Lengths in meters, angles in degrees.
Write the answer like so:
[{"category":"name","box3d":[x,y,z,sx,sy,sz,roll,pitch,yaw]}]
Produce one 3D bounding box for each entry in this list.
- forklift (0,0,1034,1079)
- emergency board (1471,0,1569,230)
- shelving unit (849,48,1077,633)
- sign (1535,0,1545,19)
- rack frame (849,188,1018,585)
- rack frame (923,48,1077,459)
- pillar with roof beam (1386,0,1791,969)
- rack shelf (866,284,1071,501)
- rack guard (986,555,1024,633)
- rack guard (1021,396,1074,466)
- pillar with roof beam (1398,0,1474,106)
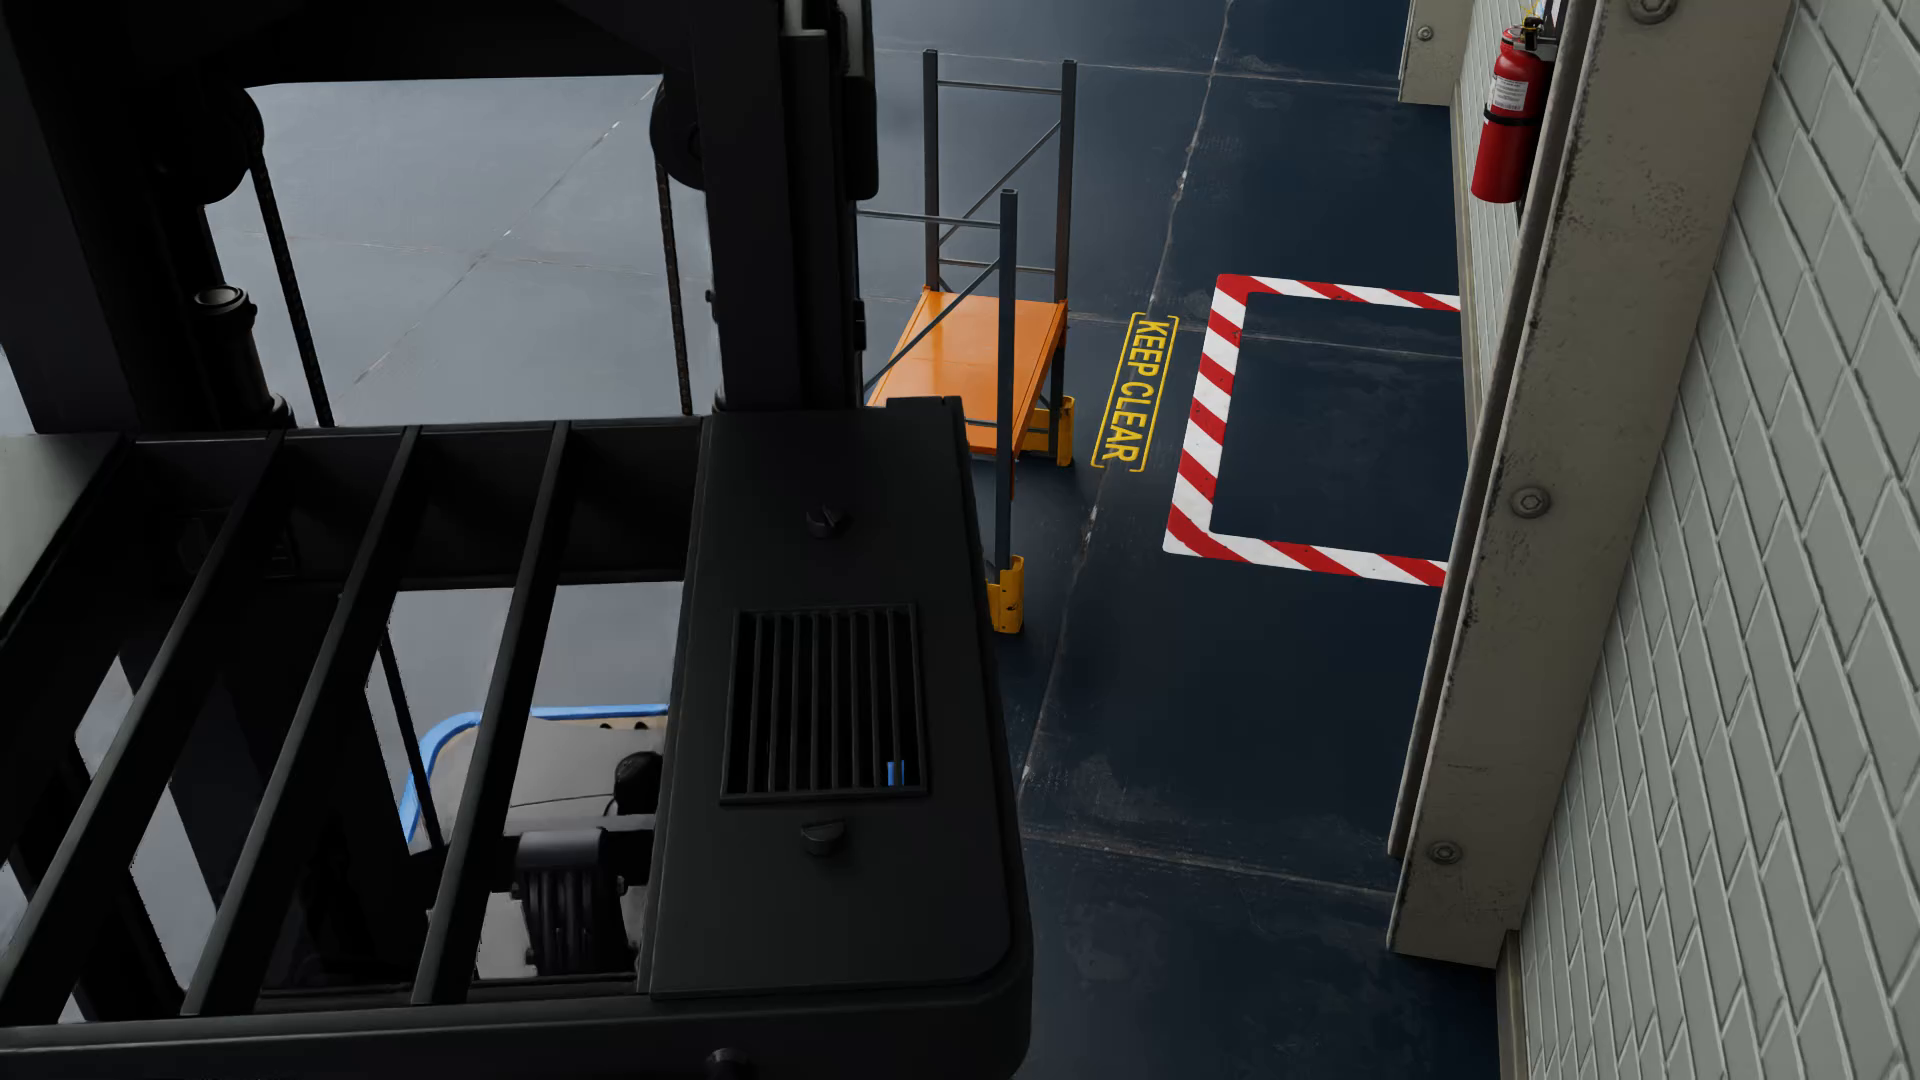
[{"category":"forklift","box3d":[-0.518,0.880,2.038,1.130,2.935,3.031,-2,36,-3]},{"category":"emergency board","box3d":[1.859,-1.662,5.487,0.194,1.169,0.643,7,37,10]},{"category":"shelving unit","box3d":[0.016,-0.651,5.370,0.587,1.500,1.083,7,37,10]},{"category":"sign","box3d":[2.078,-1.980,5.896,0.001,0.329,0.234,7,37,10]},{"category":"rack frame","box3d":[-0.090,-0.365,4.975,0.500,1.500,0.032,7,37,10]},{"category":"rack frame","box3d":[0.127,-0.948,5.779,0.500,1.500,0.032,7,37,10]},{"category":"pillar with roof beam","box3d":[-2.912,-3.219,2.523,9.100,9.000,0.400,7,37,10]},{"category":"rack shelf","box3d":[0.018,-0.511,5.483,0.538,0.185,1.000,7,37,10]},{"category":"rack guard","box3d":[-0.090,0.141,5.343,0.587,0.250,0.087,7,37,10]},{"category":"rack guard","box3d":[0.123,-0.430,6.131,0.587,0.250,0.087,7,37,10]},{"category":"pillar with roof beam","box3d":[-1.630,-6.658,7.269,9.100,9.000,0.400,7,37,10]}]
